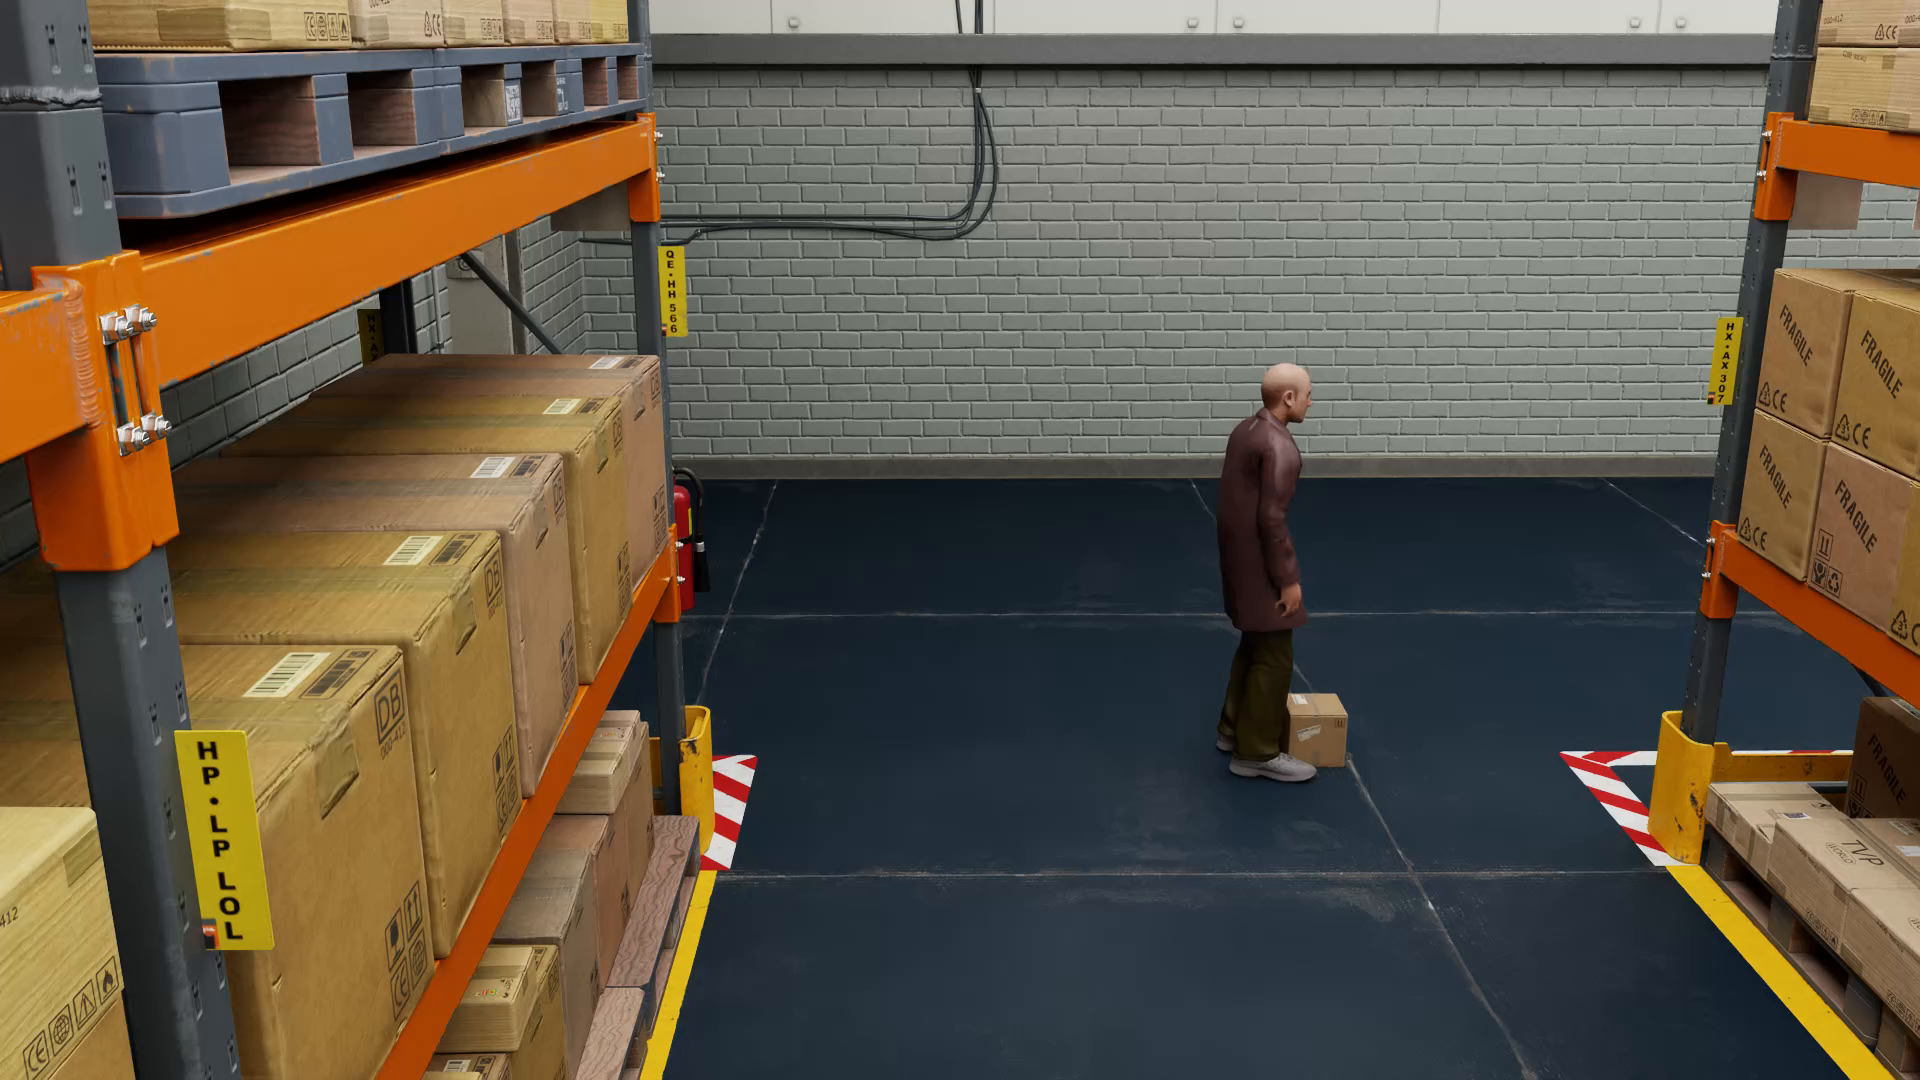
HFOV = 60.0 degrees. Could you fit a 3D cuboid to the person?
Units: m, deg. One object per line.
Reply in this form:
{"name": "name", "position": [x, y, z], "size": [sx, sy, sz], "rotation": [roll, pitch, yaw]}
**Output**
{"name": "person", "position": [1.321, 0.117, 7.183], "size": [0.429, 1.772, 0.649], "rotation": [-1, 17, -4]}
